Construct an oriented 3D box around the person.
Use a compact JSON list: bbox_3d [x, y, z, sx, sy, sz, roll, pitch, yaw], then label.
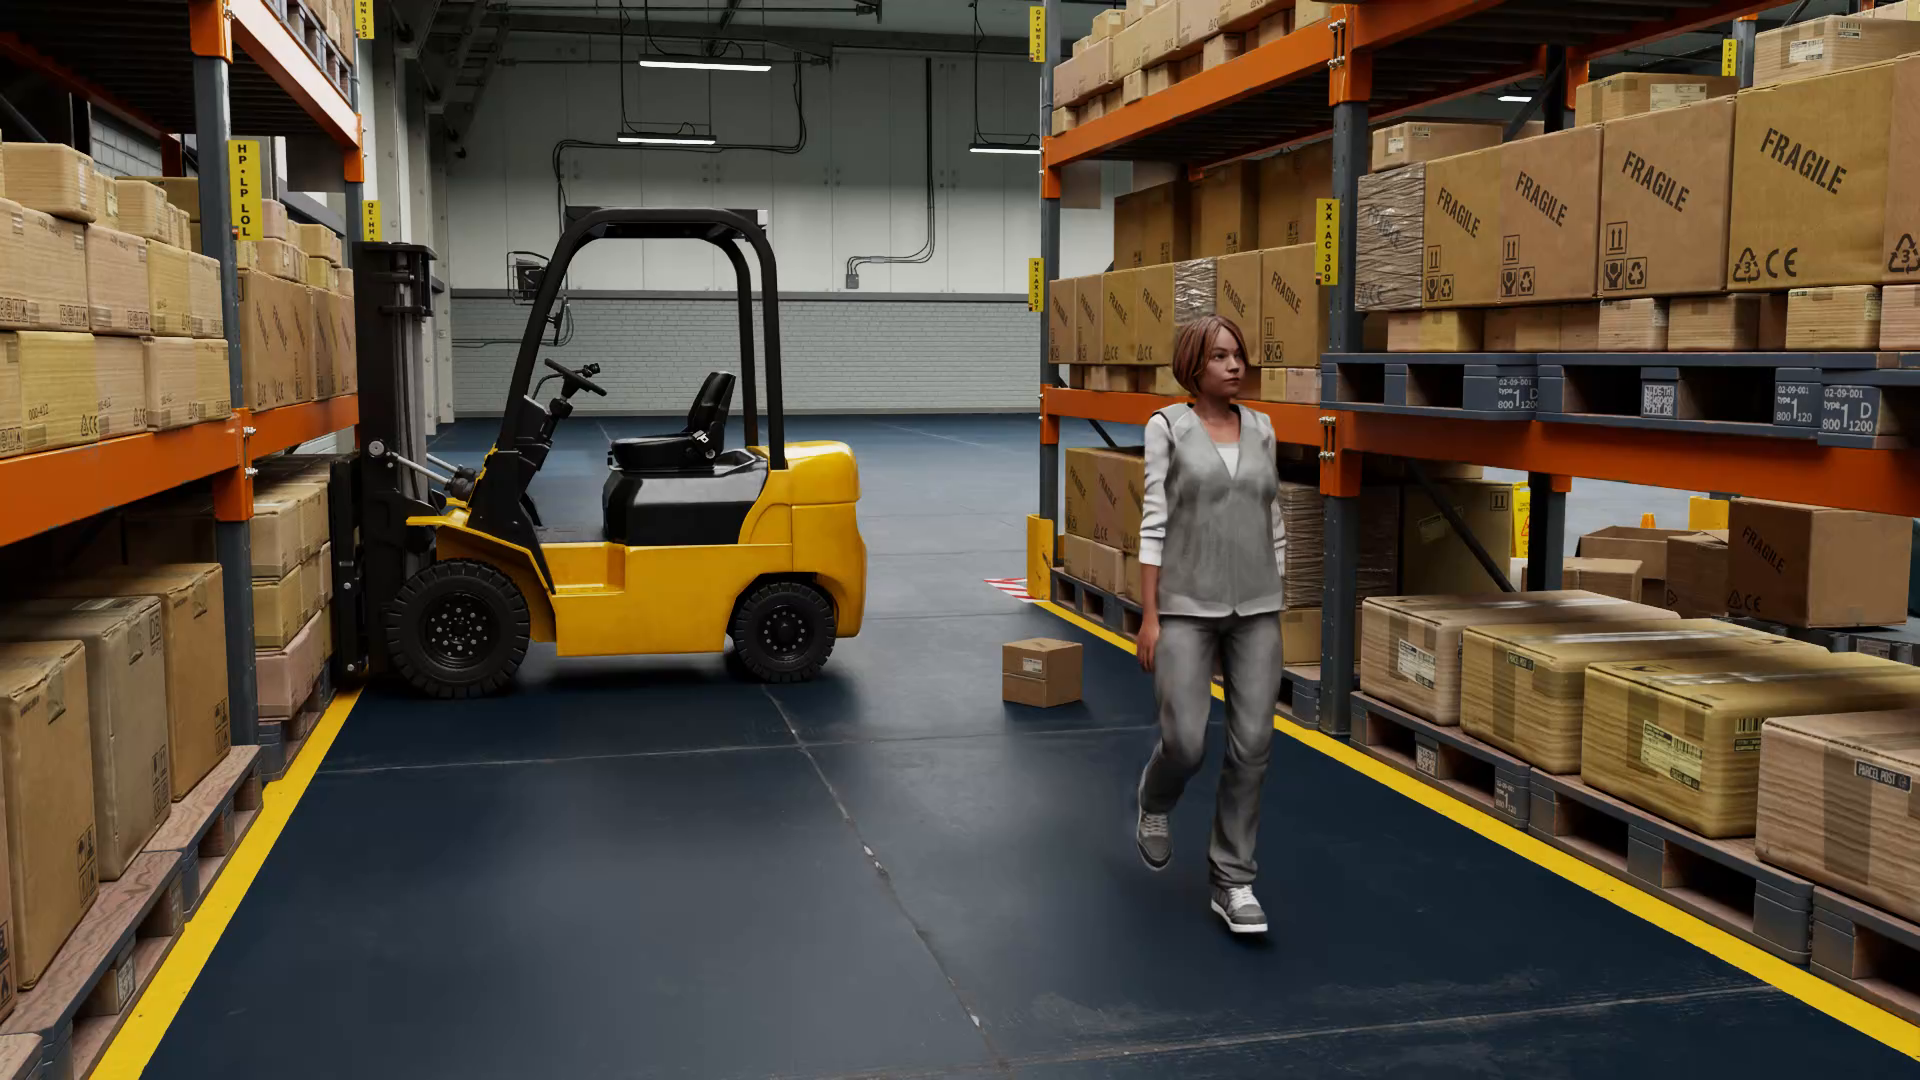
[{"bbox_3d":[0.658,0.202,4.378,0.421,1.586,0.539,-1,6,-10],"label":"person"}]
